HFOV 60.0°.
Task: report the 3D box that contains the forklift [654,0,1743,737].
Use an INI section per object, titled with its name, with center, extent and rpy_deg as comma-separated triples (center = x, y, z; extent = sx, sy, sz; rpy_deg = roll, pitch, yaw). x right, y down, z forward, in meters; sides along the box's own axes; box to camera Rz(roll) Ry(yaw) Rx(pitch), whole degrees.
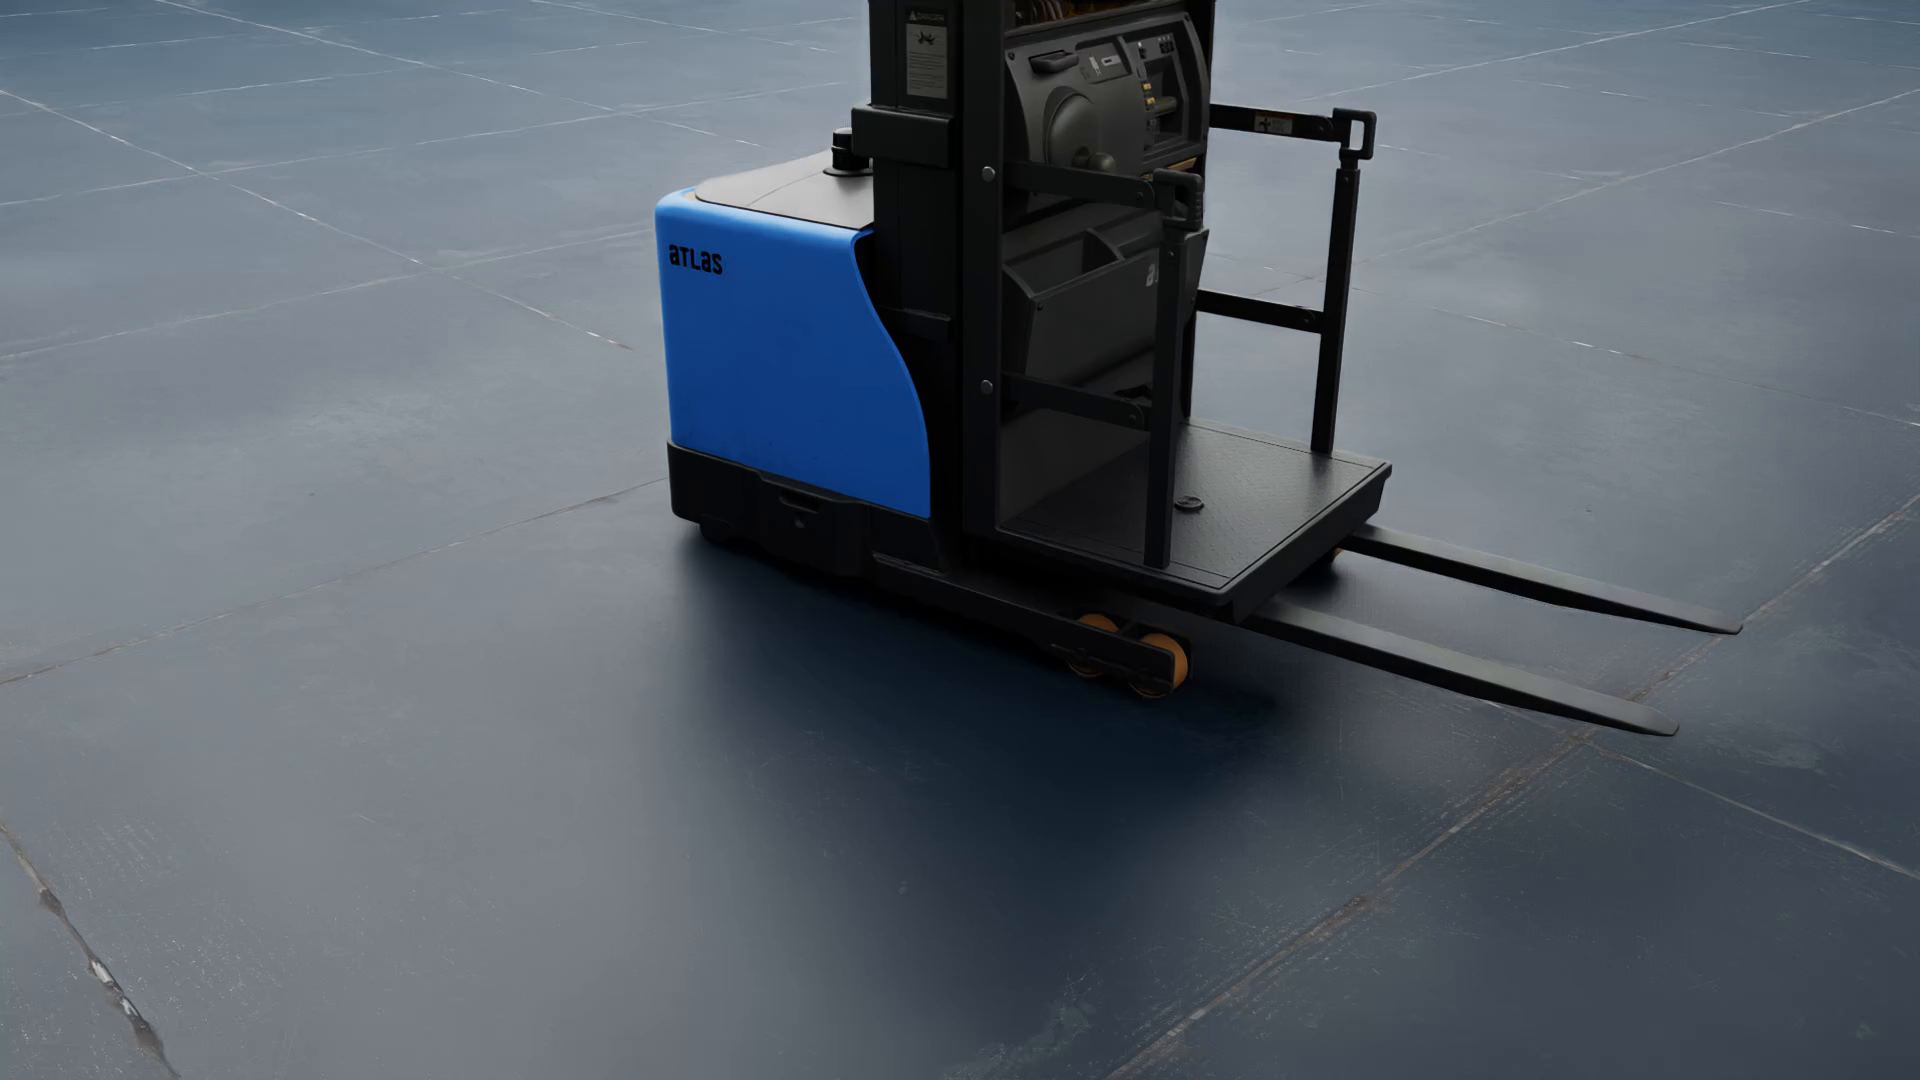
[forklift]
center = 0.575, -1.170, 4.284
extent = 3.031, 2.935, 1.130
rpy_deg = 17, 29, 32
